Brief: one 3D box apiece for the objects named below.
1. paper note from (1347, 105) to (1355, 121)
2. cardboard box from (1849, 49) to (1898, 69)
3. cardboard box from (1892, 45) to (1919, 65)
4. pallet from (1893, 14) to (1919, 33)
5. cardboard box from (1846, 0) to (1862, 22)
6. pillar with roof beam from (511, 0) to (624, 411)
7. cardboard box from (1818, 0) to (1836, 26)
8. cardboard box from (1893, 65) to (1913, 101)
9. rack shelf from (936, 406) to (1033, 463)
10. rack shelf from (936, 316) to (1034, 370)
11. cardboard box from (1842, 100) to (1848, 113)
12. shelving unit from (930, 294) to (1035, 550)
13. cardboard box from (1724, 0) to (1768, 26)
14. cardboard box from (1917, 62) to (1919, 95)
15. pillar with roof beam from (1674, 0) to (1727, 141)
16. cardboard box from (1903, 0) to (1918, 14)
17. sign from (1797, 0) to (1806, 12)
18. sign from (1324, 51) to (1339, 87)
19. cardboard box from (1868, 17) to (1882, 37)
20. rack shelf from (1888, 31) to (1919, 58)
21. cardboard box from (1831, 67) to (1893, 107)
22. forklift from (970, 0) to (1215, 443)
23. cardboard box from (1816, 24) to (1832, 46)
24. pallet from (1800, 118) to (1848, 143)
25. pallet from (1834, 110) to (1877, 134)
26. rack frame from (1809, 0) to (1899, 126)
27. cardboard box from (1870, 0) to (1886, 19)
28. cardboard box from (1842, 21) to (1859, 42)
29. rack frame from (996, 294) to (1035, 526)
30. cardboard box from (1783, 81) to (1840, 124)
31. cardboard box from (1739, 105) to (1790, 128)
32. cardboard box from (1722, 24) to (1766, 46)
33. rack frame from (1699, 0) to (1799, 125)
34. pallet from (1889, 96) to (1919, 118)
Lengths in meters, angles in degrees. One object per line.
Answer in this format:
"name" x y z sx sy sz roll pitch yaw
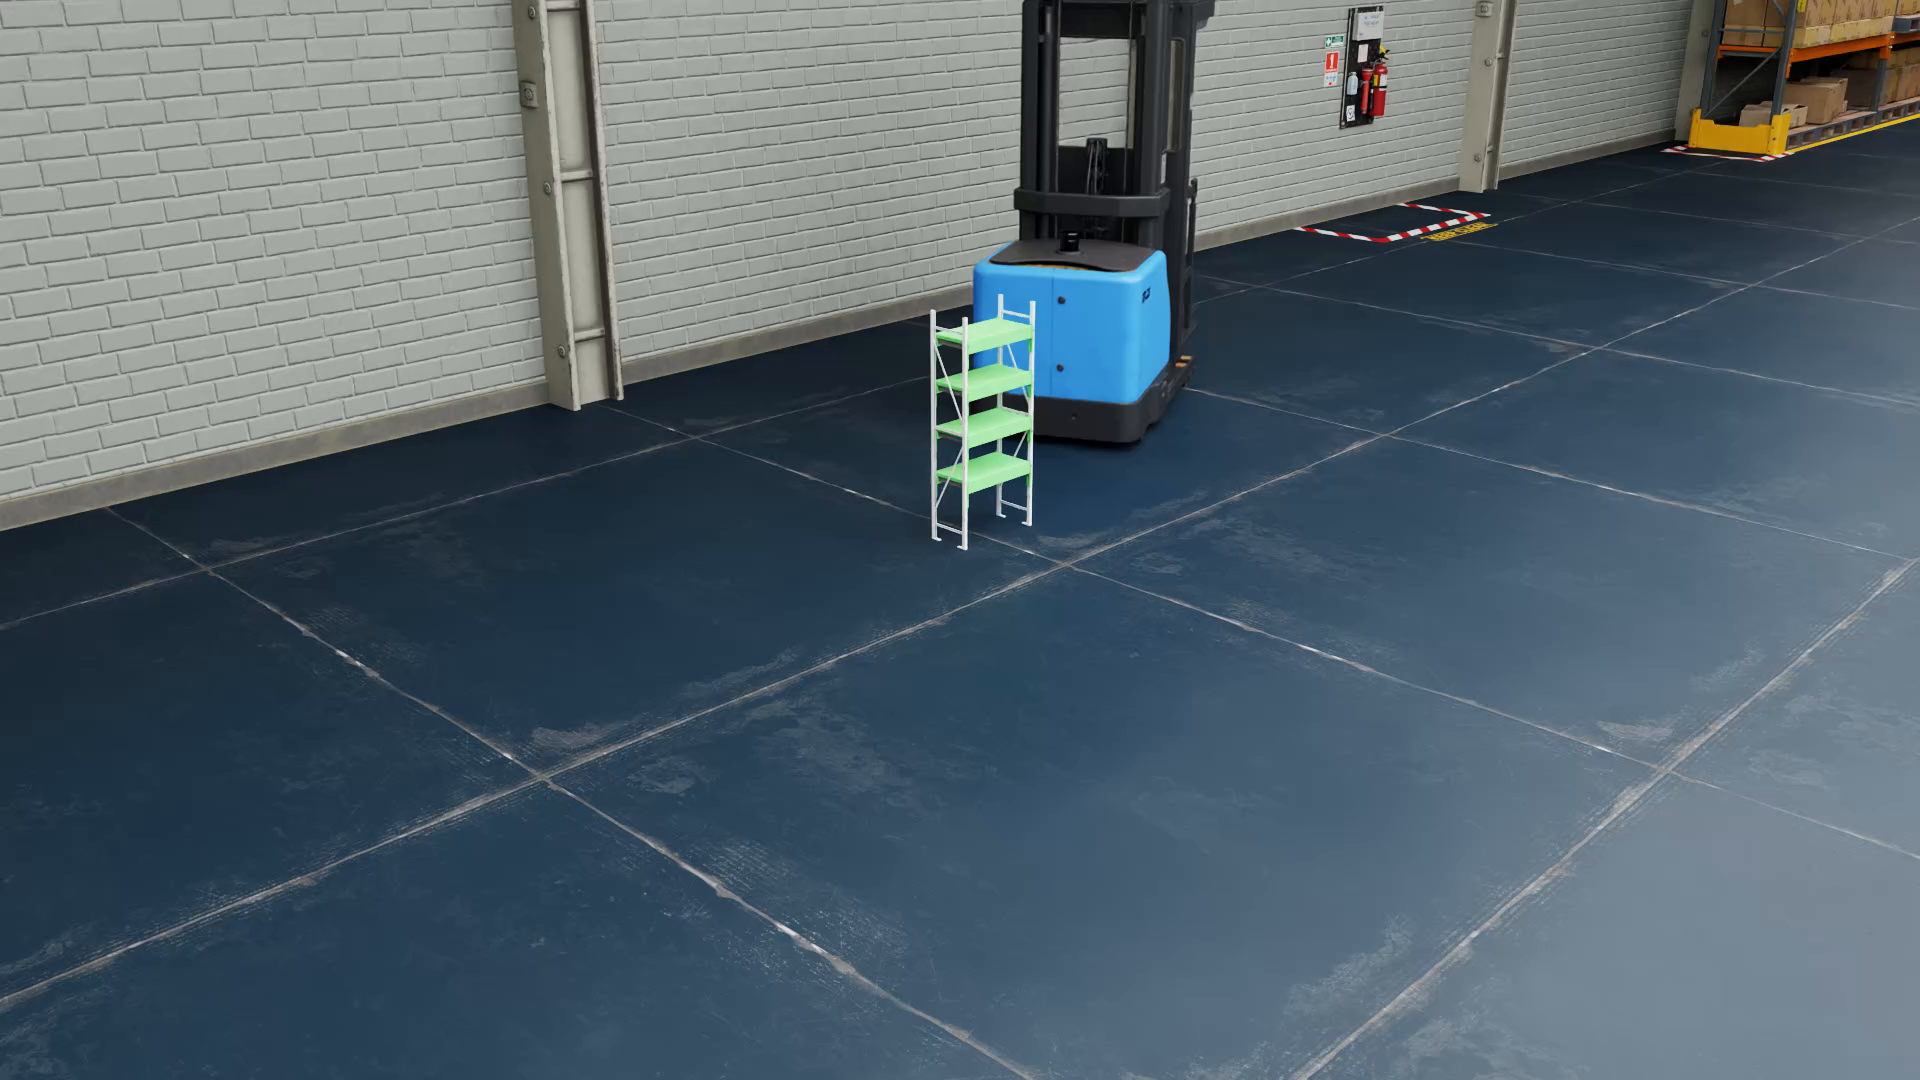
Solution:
"paper note" 3.979 -4.343 16.920 0.016 0.148 0.142 19 28 41
"cardboard box" 13.817 -7.278 25.155 0.500 0.250 0.500 19 28 40
"cardboard box" 14.538 -7.536 25.827 0.500 0.250 0.500 19 28 40
"pallet" 13.648 -7.653 24.571 1.003 0.211 1.213 19 28 41
"cardboard box" 11.837 -7.282 22.476 0.500 0.500 0.500 -19 28 -40
"pillar with roof beam" 0.616 -4.046 6.559 9.100 9.000 0.400 19 28 41
"cardboard box" 11.120 -7.015 21.781 0.500 0.500 0.500 19 28 41
"cardboard box" 14.222 -7.080 25.686 0.700 0.500 0.500 20 28 41
"rack shelf" 0.115 -0.543 8.493 0.258 0.148 0.480 19 28 41
"rack shelf" 0.115 -0.991 8.321 0.258 0.148 0.480 19 28 41
"cardboard box" 12.659 -6.320 24.172 0.380 0.166 0.250 15 26 34
"shelving unit" 0.115 -0.603 8.470 0.258 1.200 0.503 19 28 41
"cardboard box" 10.397 -7.018 21.787 0.500 0.500 0.500 19 28 40
"cardboard box" 14.893 -7.347 26.381 0.700 0.500 0.500 19 28 41
"pillar with roof beam" 13.173 -8.673 18.597 9.100 9.000 0.400 19 28 41
"cardboard box" 13.785 -8.098 24.710 0.500 0.500 0.700 -17 27 -37
"sign" 10.609 -6.822 20.936 0.100 0.325 0.005 19 28 41
"sign" 3.692 -4.683 16.527 0.001 0.329 0.234 19 28 41
"cardboard box" 12.544 -7.198 23.301 0.500 0.250 0.500 19 28 41
"rack shelf" 14.406 -7.760 25.587 1.077 0.370 4.000 19 28 41
"cardboard box" 13.512 -6.814 24.993 0.500 0.500 0.700 -19 28 -40
"forklift" 0.995 -2.442 10.844 1.130 2.935 3.031 7 22 16
"cardboard box" 11.140 -6.676 21.944 0.500 0.250 0.500 18 28 39
"pallet" 11.716 -5.784 23.328 1.003 0.211 1.213 19 28 41
"pallet" 12.567 -6.099 24.148 1.003 0.211 1.213 19 28 41
"rack frame" 13.011 -7.582 24.120 1.000 3.000 0.127 19 28 41
"cardboard box" 12.558 -7.543 23.154 0.500 0.500 0.500 19 28 40
"cardboard box" 11.854 -6.935 22.618 0.500 0.250 0.500 20 28 41
"rack frame" 0.286 -0.665 8.633 0.240 1.200 0.015 19 28 41
"cardboard box" 11.713 -6.070 23.058 0.700 0.500 0.500 17 27 37
"cardboard box" 10.767 -5.659 22.253 0.500 0.311 0.500 15 26 35
"cardboard box" 10.407 -6.662 21.907 0.500 0.250 0.500 -20 28 -41
"rack frame" 10.220 -6.554 21.445 1.000 3.000 0.127 19 28 41
"pallet" 14.404 -6.796 25.962 1.003 0.211 1.213 19 28 41
